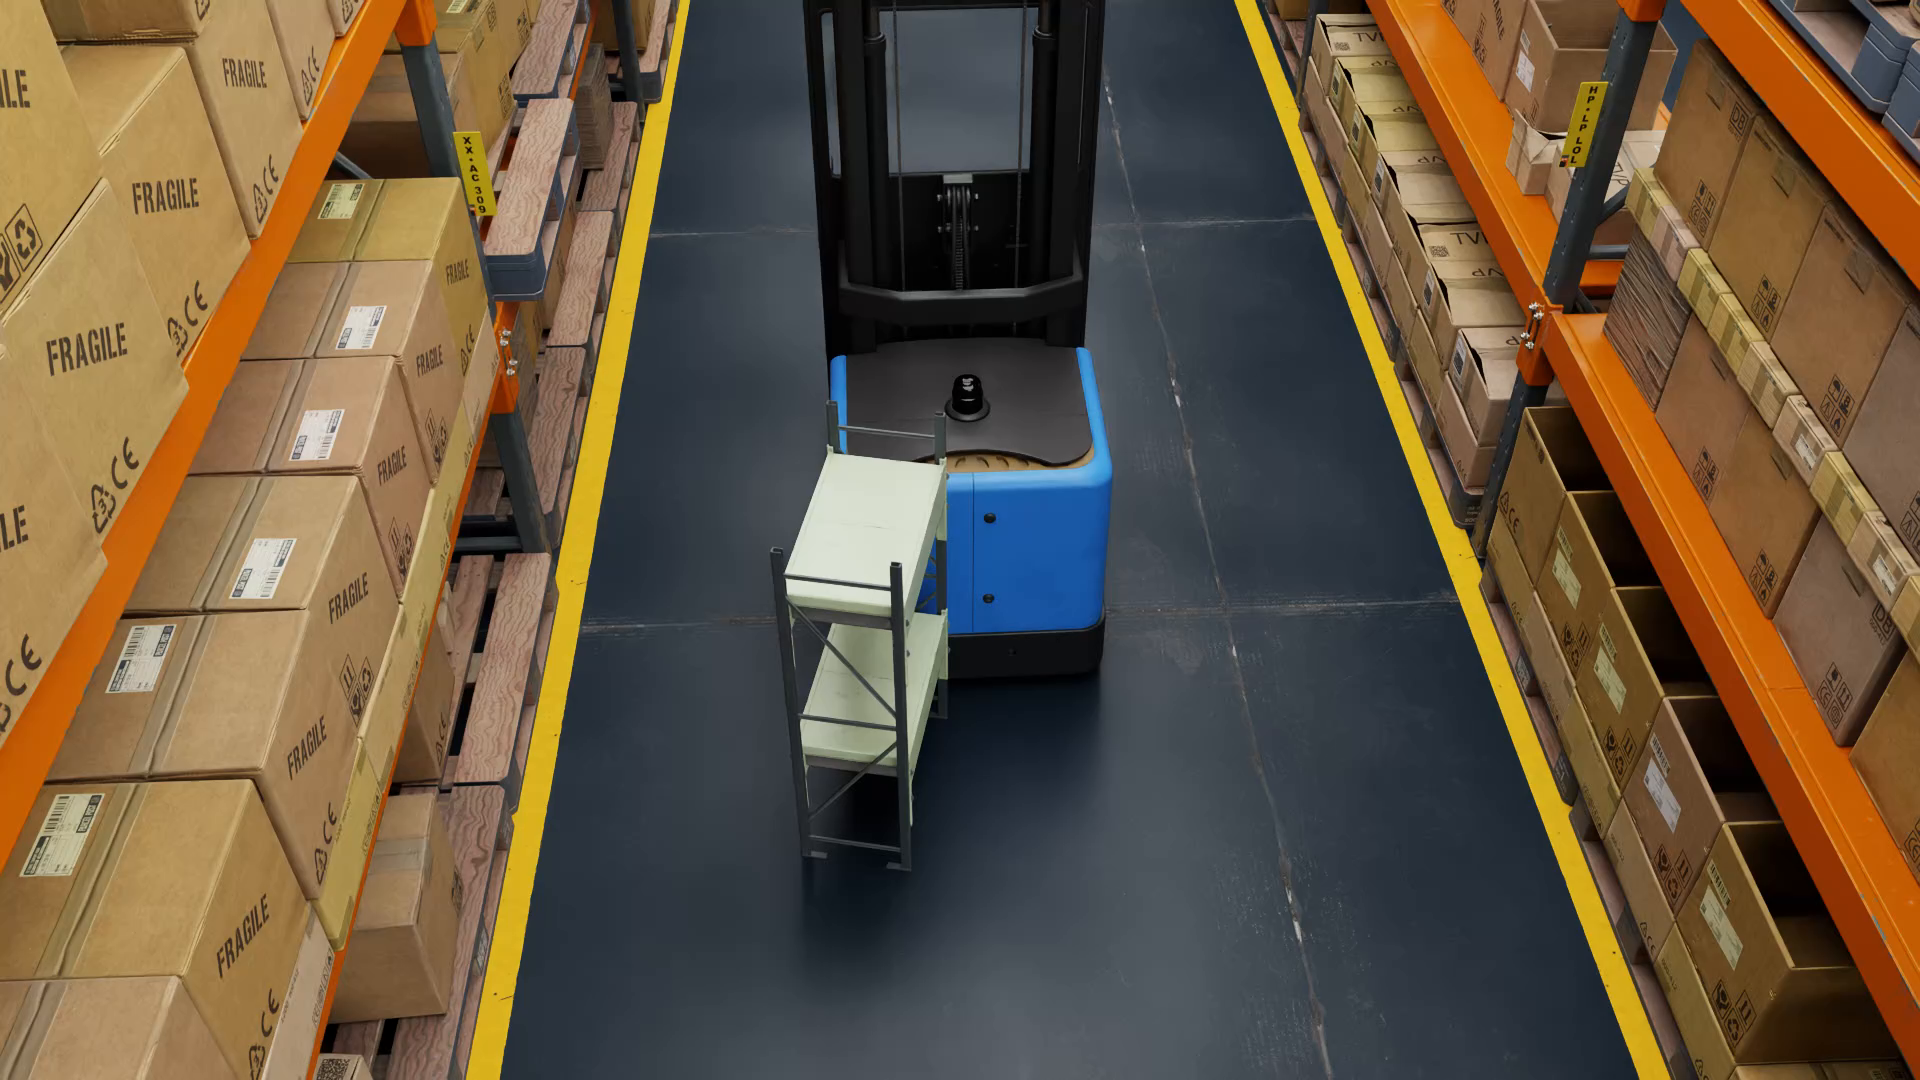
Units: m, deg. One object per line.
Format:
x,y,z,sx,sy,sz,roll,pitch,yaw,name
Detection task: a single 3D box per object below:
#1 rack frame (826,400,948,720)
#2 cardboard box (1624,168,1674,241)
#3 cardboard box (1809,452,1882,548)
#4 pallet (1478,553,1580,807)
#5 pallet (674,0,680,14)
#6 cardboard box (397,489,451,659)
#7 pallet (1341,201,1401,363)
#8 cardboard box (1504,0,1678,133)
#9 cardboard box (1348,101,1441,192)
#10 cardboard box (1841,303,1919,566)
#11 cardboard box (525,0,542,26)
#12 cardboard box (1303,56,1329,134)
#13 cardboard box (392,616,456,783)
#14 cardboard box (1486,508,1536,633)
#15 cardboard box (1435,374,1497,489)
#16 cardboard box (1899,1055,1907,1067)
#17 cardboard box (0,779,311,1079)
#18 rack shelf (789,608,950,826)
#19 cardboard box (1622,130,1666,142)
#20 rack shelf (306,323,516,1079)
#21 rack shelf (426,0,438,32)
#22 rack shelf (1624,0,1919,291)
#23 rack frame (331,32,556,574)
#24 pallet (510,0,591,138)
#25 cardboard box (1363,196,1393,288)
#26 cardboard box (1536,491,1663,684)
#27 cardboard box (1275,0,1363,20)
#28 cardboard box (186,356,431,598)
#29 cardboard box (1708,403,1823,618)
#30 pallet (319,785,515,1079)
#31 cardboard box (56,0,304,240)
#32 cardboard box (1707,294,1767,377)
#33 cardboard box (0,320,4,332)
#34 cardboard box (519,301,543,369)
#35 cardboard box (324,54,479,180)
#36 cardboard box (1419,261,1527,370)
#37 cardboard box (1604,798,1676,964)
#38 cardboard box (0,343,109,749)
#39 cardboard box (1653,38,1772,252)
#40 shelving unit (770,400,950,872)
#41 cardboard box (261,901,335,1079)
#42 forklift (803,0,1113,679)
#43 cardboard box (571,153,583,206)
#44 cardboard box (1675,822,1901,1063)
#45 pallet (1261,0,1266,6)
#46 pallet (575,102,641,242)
-0.246,0.117,6.013,0.400,1.500,0.023,7,43,7,rack frame
2.540,-1.163,5.745,0.380,0.149,0.250,-2,43,-2,cardboard box
2.610,-0.117,4.604,0.380,0.149,0.250,-2,43,-2,cardboard box
2.714,0.492,6.557,1.003,0.211,1.213,-2,43,-2,pallet
-2.403,-3.958,11.411,1.003,0.211,1.213,-2,43,-2,pallet
-1.854,0.106,5.011,0.500,0.250,0.500,-2,43,-2,cardboard box
2.597,-1.368,8.586,1.003,0.211,1.213,-2,43,-2,pallet
2.684,-1.985,7.122,0.500,0.500,0.500,1,43,1,cardboard box
2.332,-2.061,8.588,0.500,0.311,0.500,-3,43,-3,cardboard box
2.812,-0.273,4.294,0.700,0.500,0.500,-2,43,-2,cardboard box
-2.291,-2.671,7.544,0.700,0.500,0.500,-2,43,-2,cardboard box
2.281,-2.553,9.540,0.500,0.250,0.500,-2,43,-2,cardboard box
-2.142,0.530,5.976,0.500,0.500,0.500,-5,43,-5,cardboard box
2.439,0.107,6.638,0.500,0.250,0.500,-2,43,-2,cardboard box
2.415,-0.487,7.285,0.500,0.250,0.500,-2,43,-2,cardboard box
3.046,1.442,5.181,0.500,0.250,0.500,-2,43,-2,cardboard box
-1.788,0.878,3.614,0.500,0.500,0.500,-2,43,-2,cardboard box
-0.309,0.601,5.967,0.431,0.370,0.720,7,43,7,rack shelf
2.889,-1.585,6.945,0.380,0.149,0.250,-2,43,-2,cardboard box
-2.142,0.686,4.814,1.077,0.370,4.000,-2,43,-2,rack shelf
-2.311,-3.120,6.746,1.077,0.370,4.000,-2,43,-2,rack shelf
2.807,-0.564,3.958,1.077,0.370,4.000,-2,43,-2,rack shelf
-2.227,-0.929,6.044,1.000,3.000,0.127,-2,43,-2,rack frame
-2.271,-2.224,7.598,1.003,0.211,1.213,-2,43,-2,pallet
2.353,-1.517,8.409,0.500,0.250,0.500,-1,43,-1,cardboard box
2.459,0.168,6.016,0.500,0.500,0.500,-2,43,-2,cardboard box
2.278,-3.639,10.525,0.500,0.500,0.500,0,43,0,cardboard box
-1.860,-0.170,4.757,0.500,0.500,0.500,-3,43,-3,cardboard box
2.794,-0.117,5.083,0.700,0.500,0.500,-1,43,-1,cardboard box
-2.108,1.377,5.592,1.003,0.211,1.213,-2,43,-2,pallet
-1.888,-1.030,3.846,0.500,0.500,0.500,-3,43,-3,cardboard box
2.576,-0.642,5.177,0.380,0.149,0.250,-2,43,-2,cardboard box
-1.801,-0.354,2.368,0.500,0.500,0.500,-2,43,-2,cardboard box
-2.347,-1.014,7.660,0.700,0.500,0.500,-2,43,-3,cardboard box
-2.214,-1.473,6.237,0.700,0.500,0.500,-2,43,-2,cardboard box
2.391,-1.038,7.472,0.500,0.311,0.500,-1,43,-1,cardboard box
2.499,1.120,5.533,0.500,0.250,0.500,-2,43,-2,cardboard box
-1.808,0.025,2.694,0.500,0.500,0.500,1,43,1,cardboard box
2.748,-1.289,5.403,0.700,0.500,0.500,-1,43,-2,cardboard box
-0.309,0.361,5.747,0.431,1.500,0.755,7,43,7,shelving unit
-1.796,1.131,3.893,0.500,0.250,0.500,-3,43,-3,cardboard box
-0.035,-1.505,6.723,1.130,2.935,3.031,-2,43,-2,forklift
-2.408,-2.034,8.774,0.700,0.500,0.500,-2,43,-2,cardboard box
2.515,1.181,4.911,0.500,0.500,0.500,-2,43,-2,cardboard box
2.510,-4.073,11.537,1.003,0.211,1.213,-2,43,-2,pallet
-2.365,-2.074,9.356,1.003,0.211,1.213,-2,43,-2,pallet
